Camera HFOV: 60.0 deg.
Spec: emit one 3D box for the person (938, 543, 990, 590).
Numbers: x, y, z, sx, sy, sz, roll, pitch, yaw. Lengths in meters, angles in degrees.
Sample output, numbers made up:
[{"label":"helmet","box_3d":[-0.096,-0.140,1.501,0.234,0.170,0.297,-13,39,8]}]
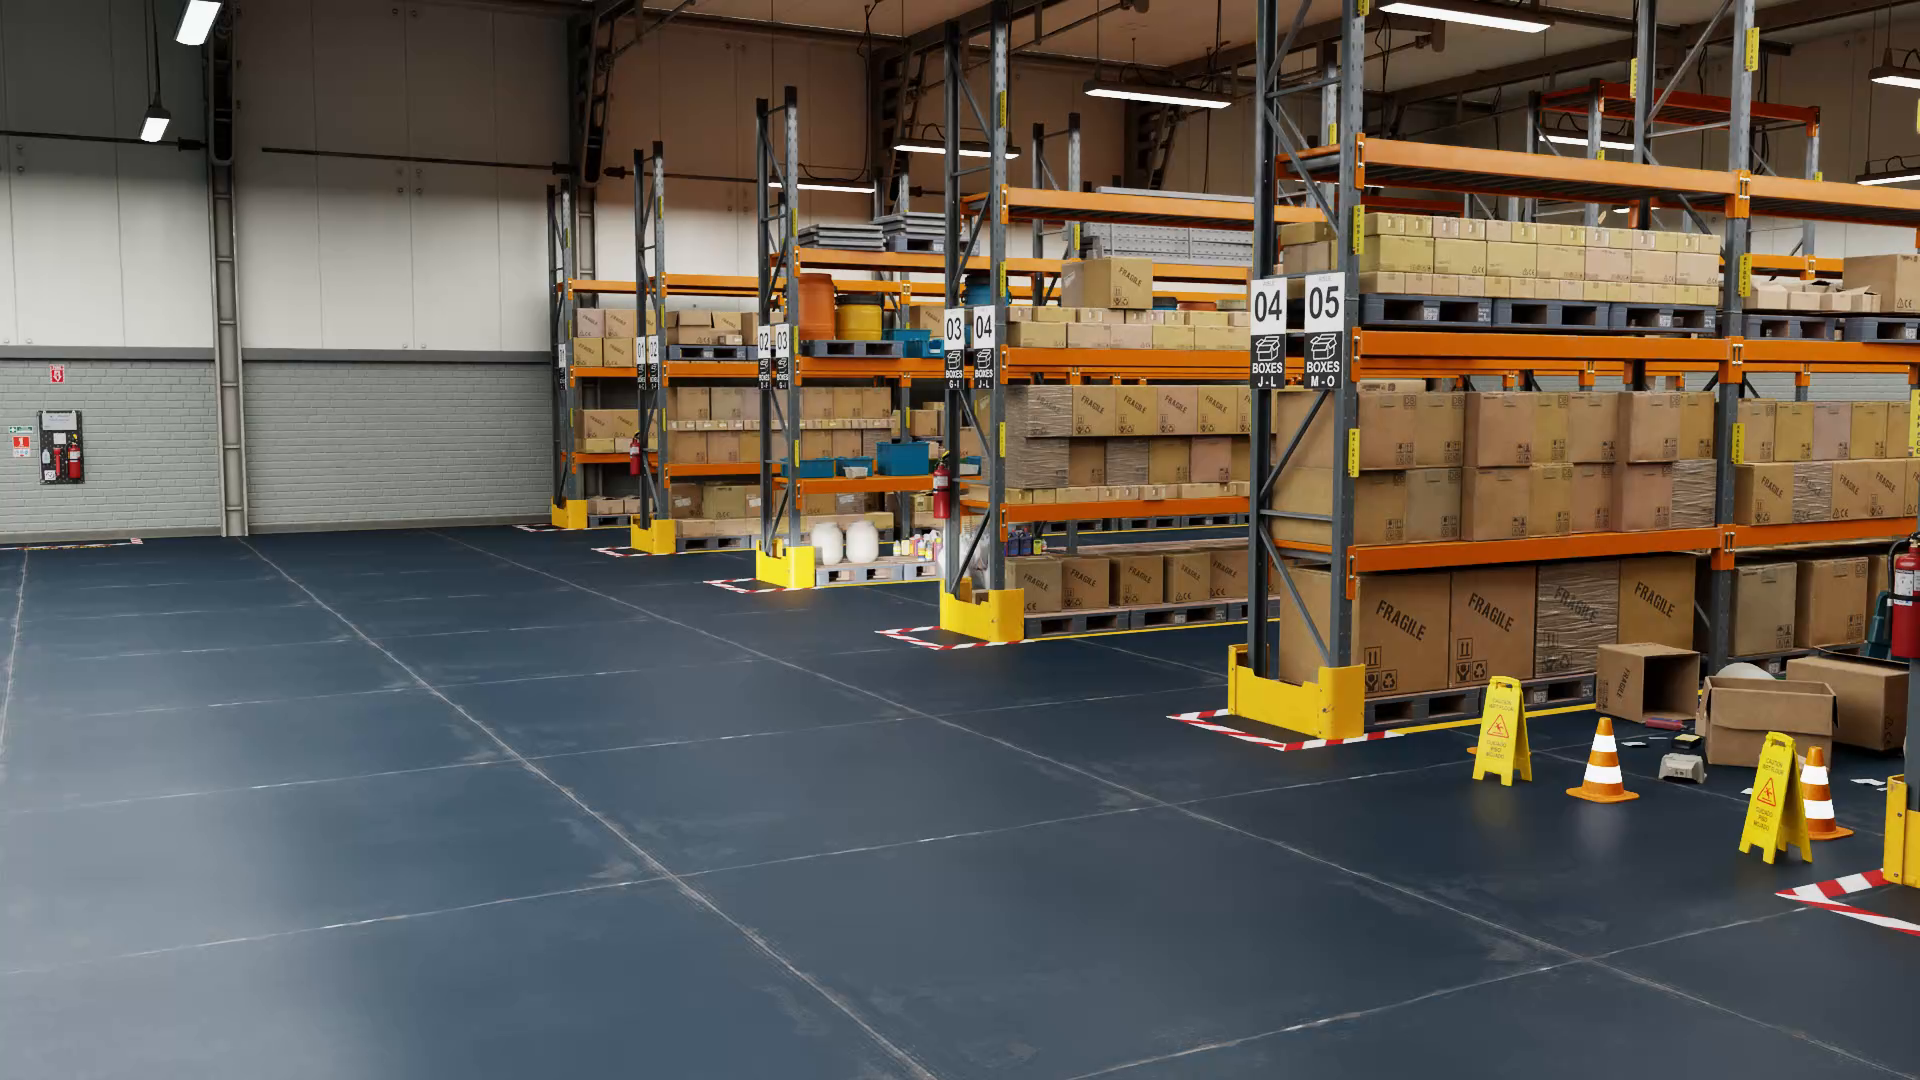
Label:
[{"label":"person","box_3d":[0.111,0.412,18.069,0.457,0.774,0.915,-3,6,-30]}]
